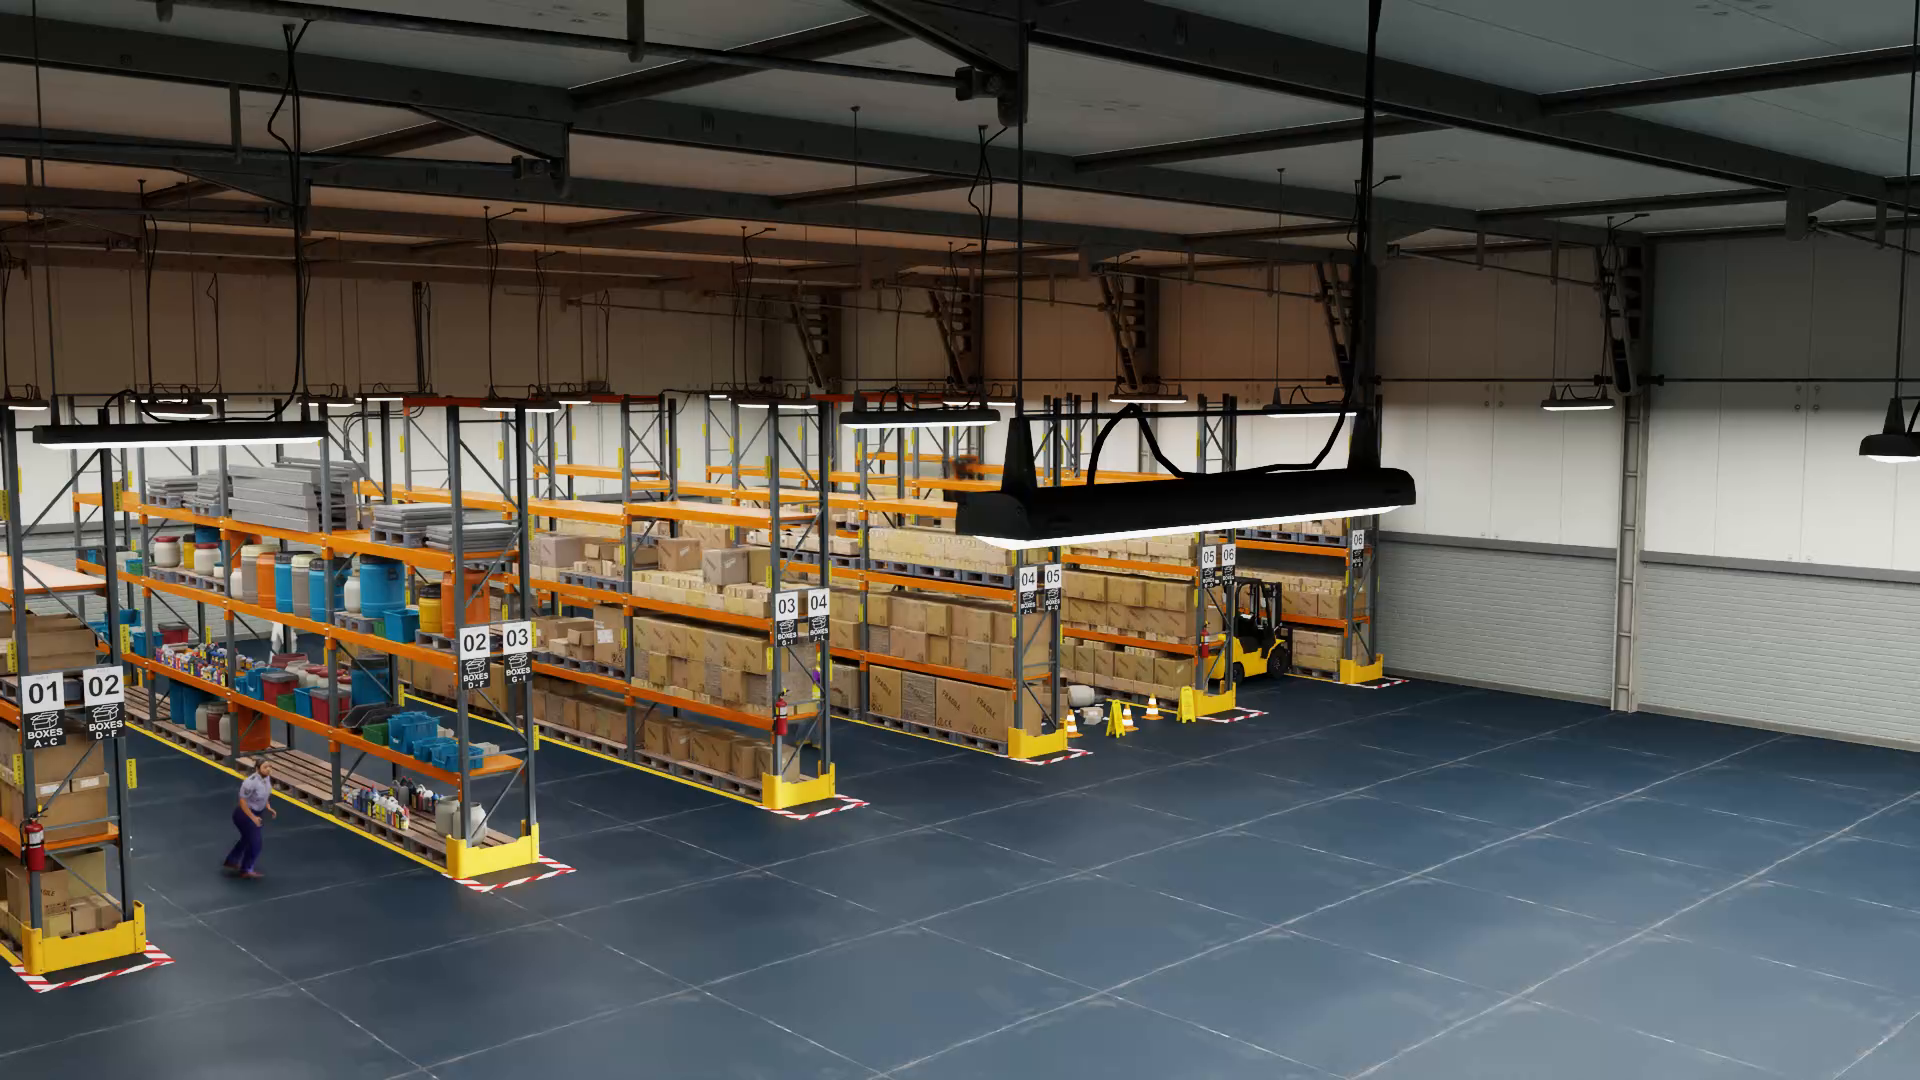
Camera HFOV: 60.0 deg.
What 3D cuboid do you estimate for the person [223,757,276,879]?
[{"bbox_3d":[-9.074,3.524,21.133,0.743,1.594,0.623,0,6,-1],"label":"person"}]

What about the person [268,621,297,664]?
[{"bbox_3d":[-14.658,2.013,35.893,0.630,1.818,0.758,1,6,14],"label":"person"}]

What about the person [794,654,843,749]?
[{"bbox_3d":[-2.424,2.761,28.522,0.848,1.719,0.698,-1,6,-5],"label":"person"}]
